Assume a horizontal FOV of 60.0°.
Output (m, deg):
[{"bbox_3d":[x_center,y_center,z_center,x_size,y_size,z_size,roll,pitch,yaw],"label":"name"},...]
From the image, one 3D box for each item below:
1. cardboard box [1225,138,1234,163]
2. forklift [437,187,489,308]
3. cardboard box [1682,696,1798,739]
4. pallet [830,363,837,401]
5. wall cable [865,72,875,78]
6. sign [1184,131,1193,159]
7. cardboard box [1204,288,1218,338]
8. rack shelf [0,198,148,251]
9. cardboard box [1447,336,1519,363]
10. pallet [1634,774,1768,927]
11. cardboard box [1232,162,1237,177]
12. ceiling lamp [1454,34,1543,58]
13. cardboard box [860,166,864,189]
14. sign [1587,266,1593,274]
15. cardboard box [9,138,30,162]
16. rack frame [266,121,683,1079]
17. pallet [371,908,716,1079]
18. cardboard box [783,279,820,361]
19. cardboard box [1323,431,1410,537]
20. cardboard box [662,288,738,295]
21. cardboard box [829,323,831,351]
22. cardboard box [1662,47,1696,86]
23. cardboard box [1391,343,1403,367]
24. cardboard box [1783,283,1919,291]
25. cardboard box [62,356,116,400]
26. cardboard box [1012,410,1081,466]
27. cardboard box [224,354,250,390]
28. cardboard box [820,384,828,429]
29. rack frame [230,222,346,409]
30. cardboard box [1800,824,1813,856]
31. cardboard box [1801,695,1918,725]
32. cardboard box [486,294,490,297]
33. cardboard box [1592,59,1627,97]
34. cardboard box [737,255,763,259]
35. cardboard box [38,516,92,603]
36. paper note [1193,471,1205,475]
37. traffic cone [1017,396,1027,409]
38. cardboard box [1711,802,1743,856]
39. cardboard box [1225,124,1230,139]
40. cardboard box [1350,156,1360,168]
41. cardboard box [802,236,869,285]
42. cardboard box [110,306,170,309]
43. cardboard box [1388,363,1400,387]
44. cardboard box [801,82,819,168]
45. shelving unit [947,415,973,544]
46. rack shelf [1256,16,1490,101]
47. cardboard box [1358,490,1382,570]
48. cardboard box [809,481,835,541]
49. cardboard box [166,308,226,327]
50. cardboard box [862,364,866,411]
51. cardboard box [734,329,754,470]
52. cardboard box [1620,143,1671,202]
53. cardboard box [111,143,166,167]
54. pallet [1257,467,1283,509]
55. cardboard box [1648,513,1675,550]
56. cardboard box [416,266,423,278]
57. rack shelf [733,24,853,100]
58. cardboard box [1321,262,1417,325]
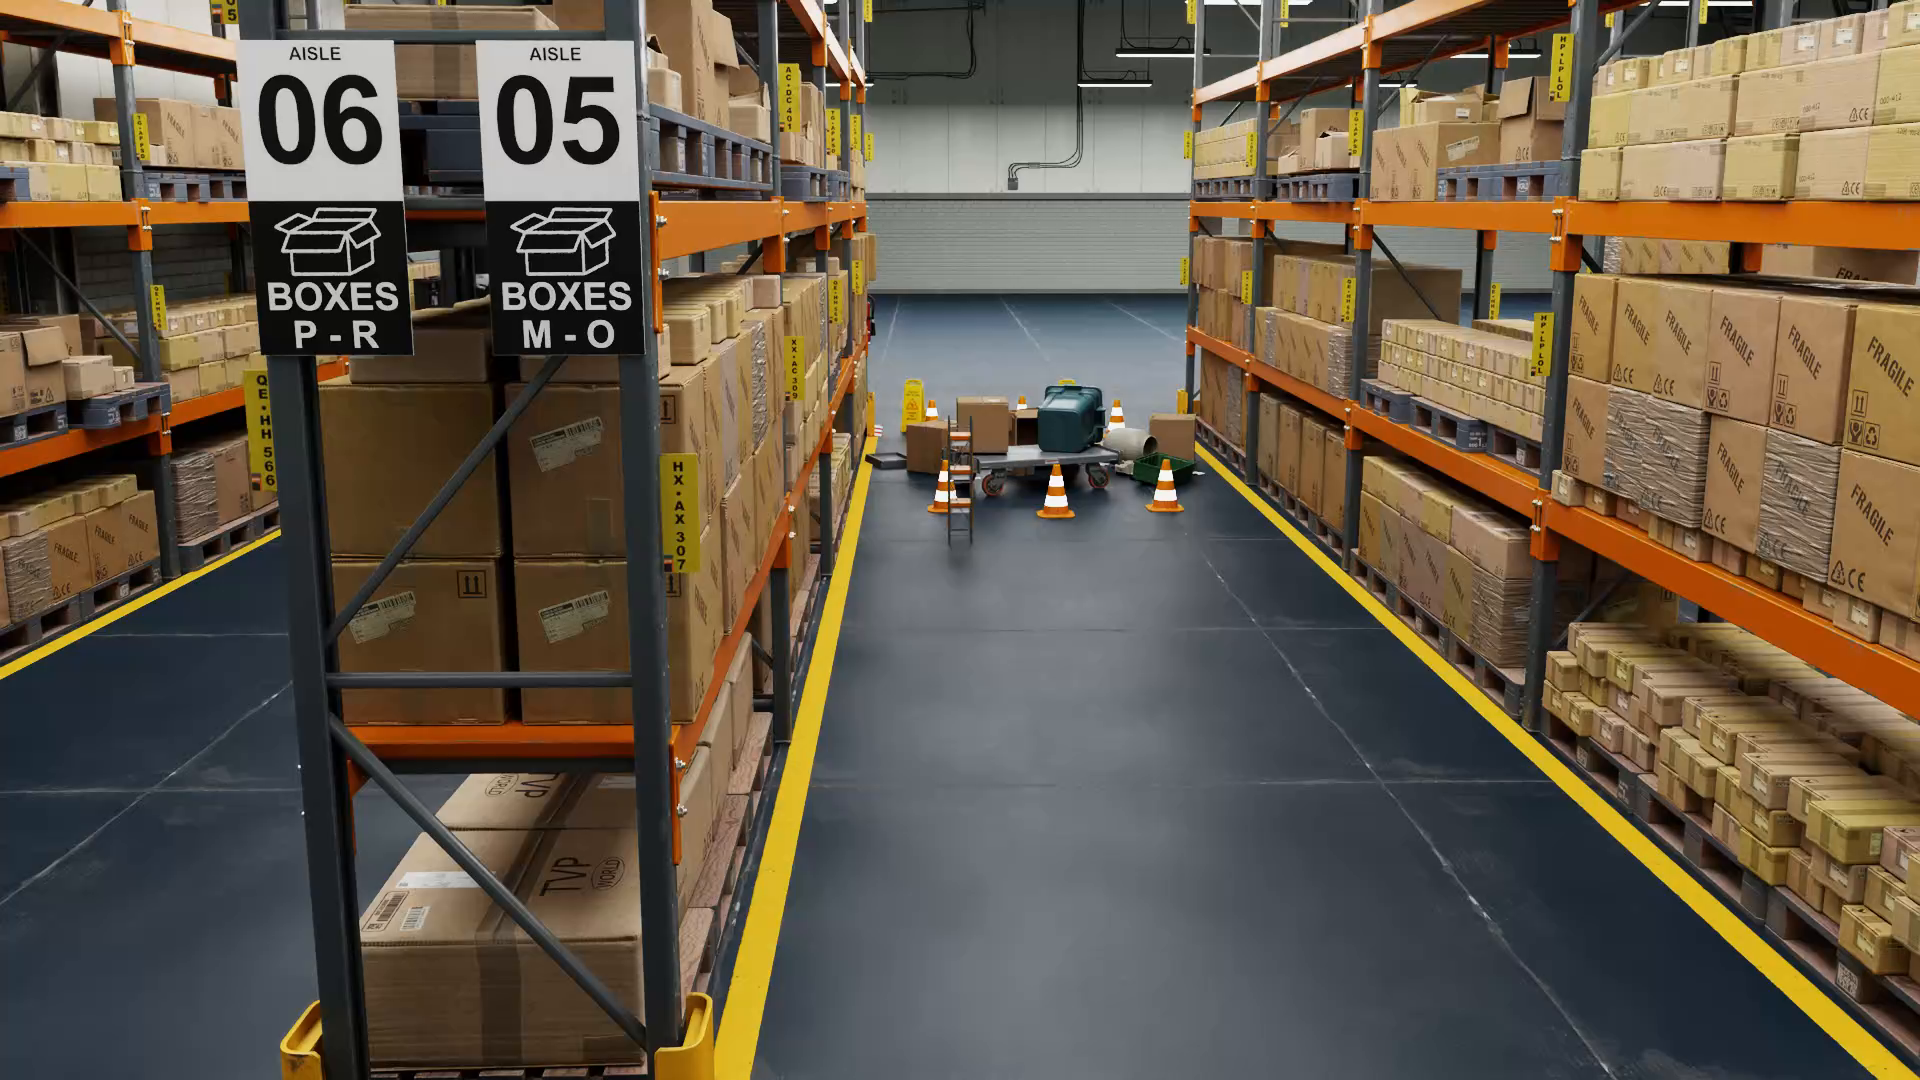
[{"bbox_3d":[3.104,-4.127,17.634,0.500,0.250,0.500,0,11,-2],"label":"cardboard box"},{"bbox_3d":[-3.280,-1.216,12.683,1.130,2.935,3.031,0,11,-2],"label":"forklift"},{"bbox_3d":[3.396,0.788,7.249,0.380,0.149,0.250,-1,11,-4],"label":"cardboard box"},{"bbox_3d":[-1.596,-1.245,13.133,1.213,0.211,1.003,0,11,-1],"label":"pallet"},{"bbox_3d":[-4.143,-13.084,51.024,3.097,2.526,0.112,0,11,-1],"label":"wall cable"},{"bbox_3d":[2.752,-4.764,20.057,0.100,0.325,0.005,0,11,-1],"label":"sign"},{"bbox_3d":[3.279,-2.607,18.988,0.875,0.550,0.550,0,11,-1],"label":"cardboard box"},{"bbox_3d":[-6.396,-1.896,10.127,1.077,0.370,4.000,0,11,-1],"label":"rack shelf"},{"bbox_3d":[3.318,-1.209,10.552,0.380,0.149,0.250,0,11,-2],"label":"cardboard box"},{"bbox_3d":[3.632,1.300,7.119,1.003,0.211,1.213,0,11,-1],"label":"pallet"},{"bbox_3d":[3.045,-3.858,17.312,0.380,0.149,0.250,0,11,-1],"label":"cardboard box"},{"bbox_3d":[11.354,-11.889,35.346,2.000,3.185,0.800,0,11,-1],"label":"ceiling lamp"},{"bbox_3d":[-1.336,-4.026,18.446,0.500,0.250,0.500,0,11,0],"label":"cardboard box"},{"bbox_3d":[7.725,-3.250,20.360,0.100,0.325,0.005,0,11,-1],"label":"sign"},{"bbox_3d":[-6.220,-2.496,10.647,0.380,0.149,0.250,0,11,-1],"label":"cardboard box"},{"bbox_3d":[-1.310,0.393,4.579,1.000,3.000,0.127,0,11,-1],"label":"rack frame"},{"bbox_3d":[-1.404,1.601,5.638,1.003,0.211,1.213,0,11,-1],"label":"pallet"},{"bbox_3d":[-1.180,-1.434,10.817,0.500,0.500,0.500,0,11,-1],"label":"cardboard box"},{"bbox_3d":[3.549,-0.463,13.397,1.050,0.750,0.750,0,11,-2],"label":"cardboard box"},{"bbox_3d":[-1.104,-0.945,6.775,0.380,0.149,0.250,0,11,-2],"label":"cardboard box"},{"bbox_3d":[-1.253,-1.688,12.782,0.500,0.500,0.500,-1,11,-3],"label":"cardboard box"},{"bbox_3d":[3.312,-2.065,7.267,0.380,0.149,0.250,-1,11,-3],"label":"cardboard box"},{"bbox_3d":[3.289,-1.316,11.827,0.380,0.149,0.250,0,11,2],"label":"cardboard box"},{"bbox_3d":[3.847,-0.831,7.095,0.500,0.500,0.500,0,11,0],"label":"cardboard box"},{"bbox_3d":[-6.092,-1.100,11.259,0.500,0.250,0.500,-1,11,-4],"label":"cardboard box"},{"bbox_3d":[0.955,-1.106,17.905,0.797,0.637,0.503,0,11,-1],"label":"cardboard box"},{"bbox_3d":[-6.225,-1.394,13.765,0.500,0.250,0.500,-1,11,-3],"label":"cardboard box"},{"bbox_3d":[-1.179,-0.923,11.442,0.500,0.250,0.500,0,11,0],"label":"cardboard box"},{"bbox_3d":[-6.520,-1.971,16.233,1.000,3.000,0.127,0,11,-1],"label":"rack frame"},{"bbox_3d":[3.426,1.137,6.276,0.380,0.149,0.250,0,11,-2],"label":"cardboard box"},{"bbox_3d":[3.923,0.786,7.260,0.380,0.149,0.250,-1,11,-3],"label":"cardboard box"},{"bbox_3d":[-1.633,-0.893,6.517,0.380,0.149,0.250,0,11,-1],"label":"cardboard box"},{"bbox_3d":[3.657,-2.243,8.721,0.700,0.500,0.500,0,11,-1],"label":"cardboard box"},{"bbox_3d":[-1.901,-2.616,15.723,0.380,0.149,0.250,0,11,-1],"label":"cardboard box"},{"bbox_3d":[-6.200,0.130,11.107,0.500,0.500,0.500,0,11,1],"label":"cardboard box"},{"bbox_3d":[2.470,-0.708,17.472,0.147,0.020,0.142,-10,15,-40],"label":"paper note"},{"bbox_3d":[0.761,-1.536,20.469,0.336,0.463,0.334,0,11,-1],"label":"traffic cone"},{"bbox_3d":[3.320,1.182,6.800,0.380,0.149,0.250,0,11,0],"label":"cardboard box"},{"bbox_3d":[3.038,-4.348,17.720,0.380,0.149,0.250,0,11,-2],"label":"cardboard box"},{"bbox_3d":[3.240,-2.966,12.872,0.380,0.166,0.250,0,11,-1],"label":"cardboard box"},{"bbox_3d":[-1.322,-2.967,17.627,0.700,0.500,0.500,0,11,-2],"label":"cardboard box"},{"bbox_3d":[-6.799,-1.860,13.802,0.380,0.149,0.250,0,11,-2],"label":"cardboard box"},{"bbox_3d":[3.285,-1.178,11.895,0.380,0.149,0.250,0,11,2],"label":"cardboard box"},{"bbox_3d":[-1.149,-2.573,10.346,0.500,0.500,0.500,0,11,-1],"label":"cardboard box"},{"bbox_3d":[0.001,-0.504,13.902,0.215,1.050,0.252,0,11,-1],"label":"shelving unit"},{"bbox_3d":[3.431,-4.027,14.091,1.077,0.370,4.000,0,11,-1],"label":"rack shelf"},{"bbox_3d":[3.232,-0.077,12.125,0.500,0.500,0.500,-1,11,-4],"label":"cardboard box"},{"bbox_3d":[-1.477,-0.228,13.191,0.950,0.372,0.625,-1,12,-5],"label":"cardboard box"},{"bbox_3d":[-6.240,-1.814,13.571,0.380,0.149,0.250,0,11,-1],"label":"cardboard box"},{"bbox_3d":[-1.349,-1.752,19.122,0.500,0.500,0.500,0,11,1],"label":"cardboard box"},{"bbox_3d":[-1.082,-0.547,6.445,0.500,0.500,0.500,0,11,-1],"label":"cardboard box"},{"bbox_3d":[3.320,-1.647,7.464,0.500,0.250,0.500,0,11,-2],"label":"cardboard box"},{"bbox_3d":[-6.141,-2.857,12.334,0.380,0.166,0.250,0,11,-1],"label":"cardboard box"},{"bbox_3d":[3.481,-0.513,16.059,1.003,0.211,1.213,0,11,-1],"label":"pallet"},{"bbox_3d":[3.310,-0.054,7.411,0.380,0.149,0.250,0,11,0],"label":"cardboard box"},{"bbox_3d":[-6.269,-3.007,18.706,0.380,0.149,0.250,0,11,0],"label":"cardboard box"},{"bbox_3d":[-1.516,-3.987,13.892,1.077,0.370,4.000,0,11,-1],"label":"rack shelf"},{"bbox_3d":[3.448,-2.069,13.946,0.700,0.500,0.500,0,11,-2],"label":"cardboard box"}]
